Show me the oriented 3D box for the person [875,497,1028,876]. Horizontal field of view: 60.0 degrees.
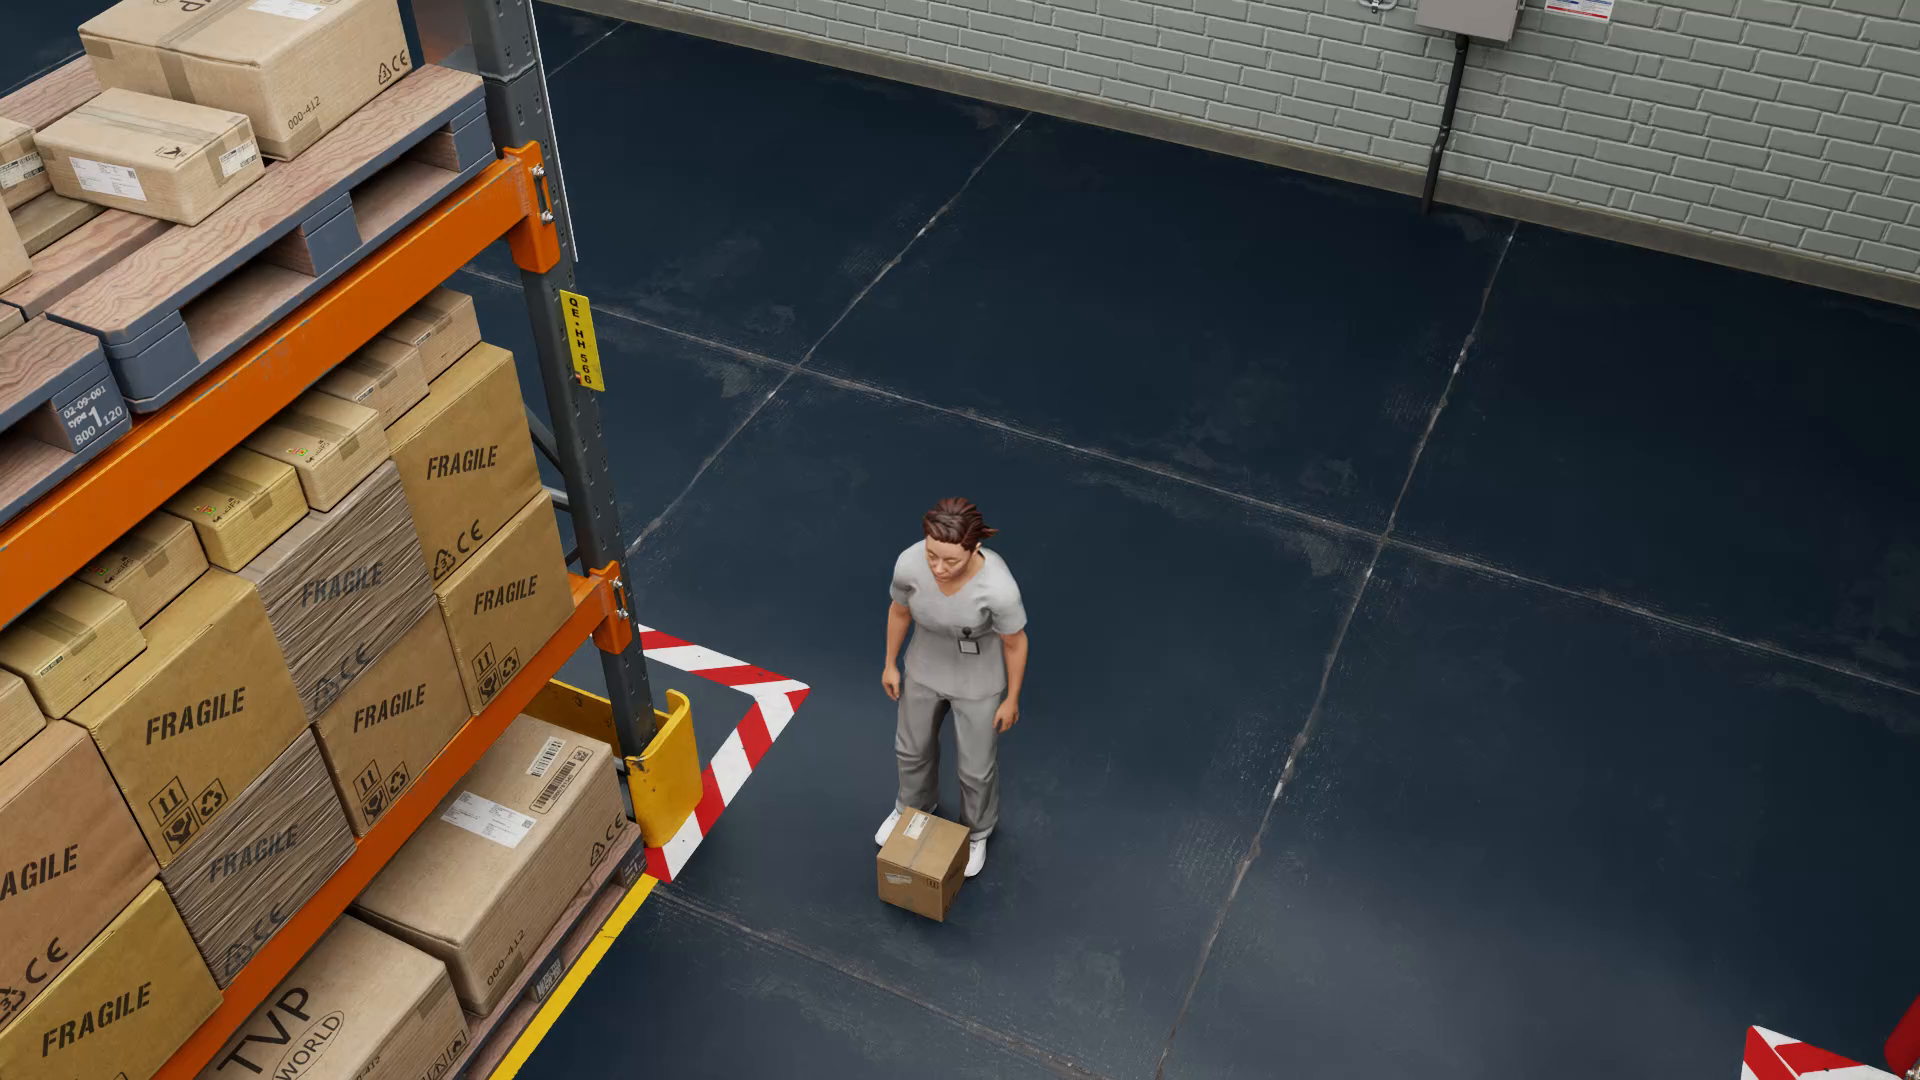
[{"bbox_3d":[-0.028,0.479,5.632,0.511,1.673,0.355,16,44,17],"label":"person"}]
